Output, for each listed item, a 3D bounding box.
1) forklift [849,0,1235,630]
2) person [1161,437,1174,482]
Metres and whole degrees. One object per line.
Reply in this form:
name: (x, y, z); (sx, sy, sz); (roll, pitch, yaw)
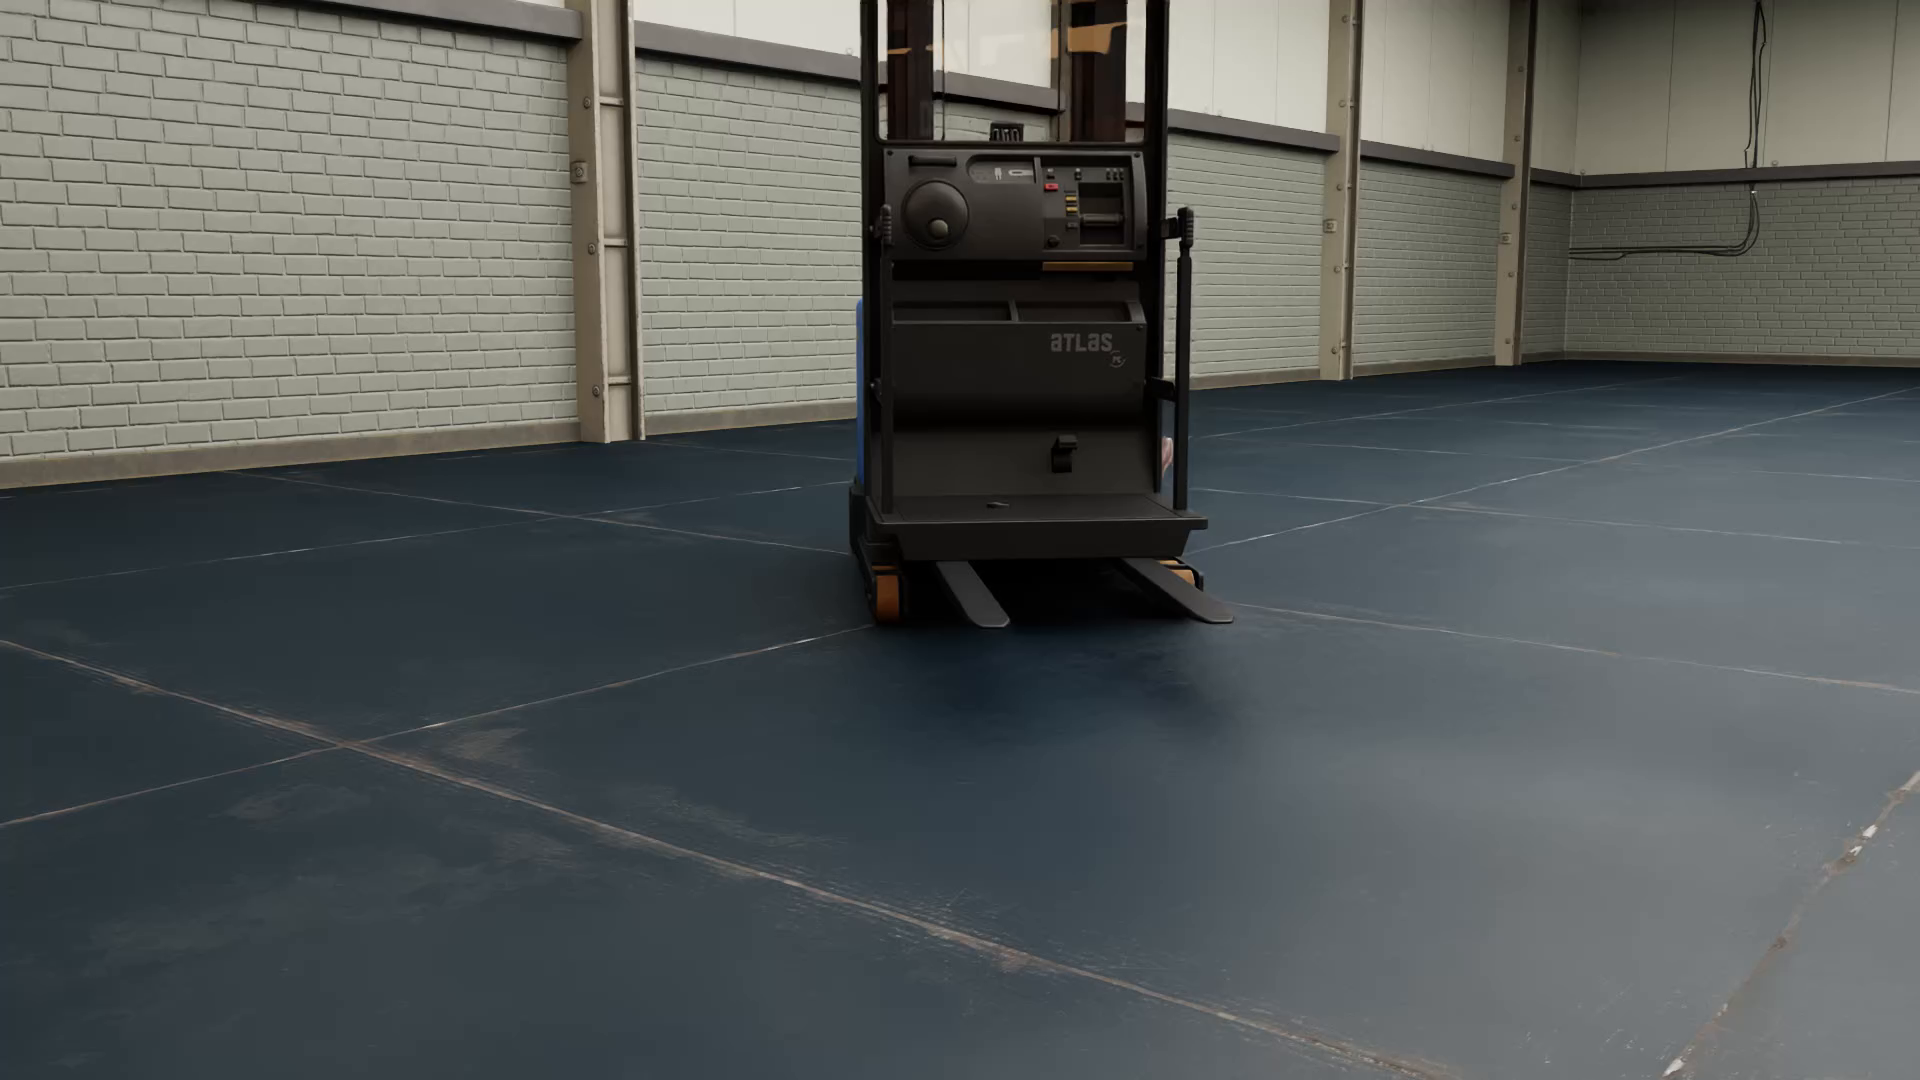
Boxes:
forklift: (0.221, -1.227, 5.665); (1.130, 2.935, 3.031); (-1, 8, -6)
person: (0.379, -0.721, 7.933); (0.972, 1.316, 1.126); (5, 10, 30)
